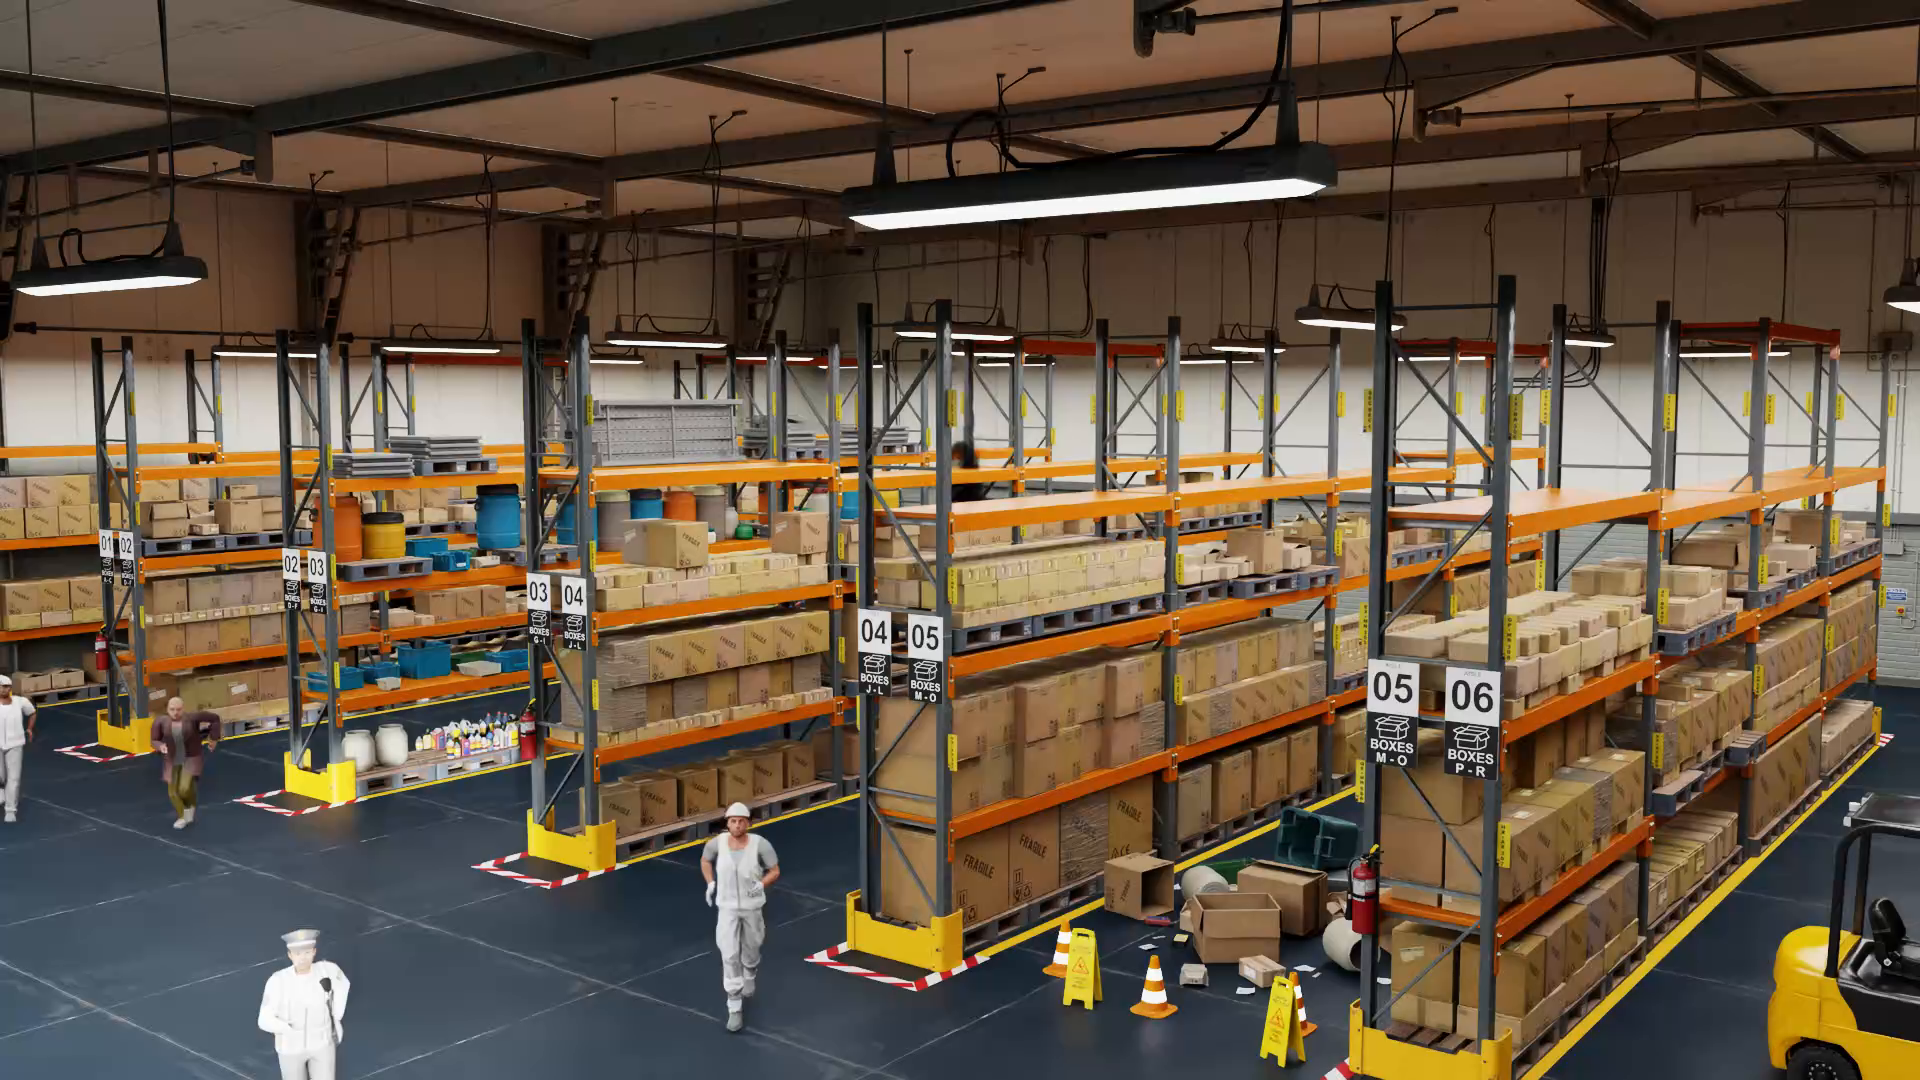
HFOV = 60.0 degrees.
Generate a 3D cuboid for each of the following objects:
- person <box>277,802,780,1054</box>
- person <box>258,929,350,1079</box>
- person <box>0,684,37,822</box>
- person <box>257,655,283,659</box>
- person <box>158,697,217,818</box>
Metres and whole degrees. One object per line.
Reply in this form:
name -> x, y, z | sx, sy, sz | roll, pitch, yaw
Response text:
person -> -3.000, 3.126, 12.452 | 3.205, 1.713, 3.356 | 0, 5, -4
person -> -4.300, 3.373, 10.935 | 0.557, 1.737, 0.816 | -2, 5, -20
person -> -11.634, 2.536, 20.281 | 0.702, 1.710, 0.946 | -3, 6, -32
person -> -11.723, 1.828, 28.281 | 0.652, 1.767, 0.647 | 2, 5, 20
person -> -9.148, 2.601, 19.644 | 0.695, 1.575, 0.907 | -1, 5, -12
